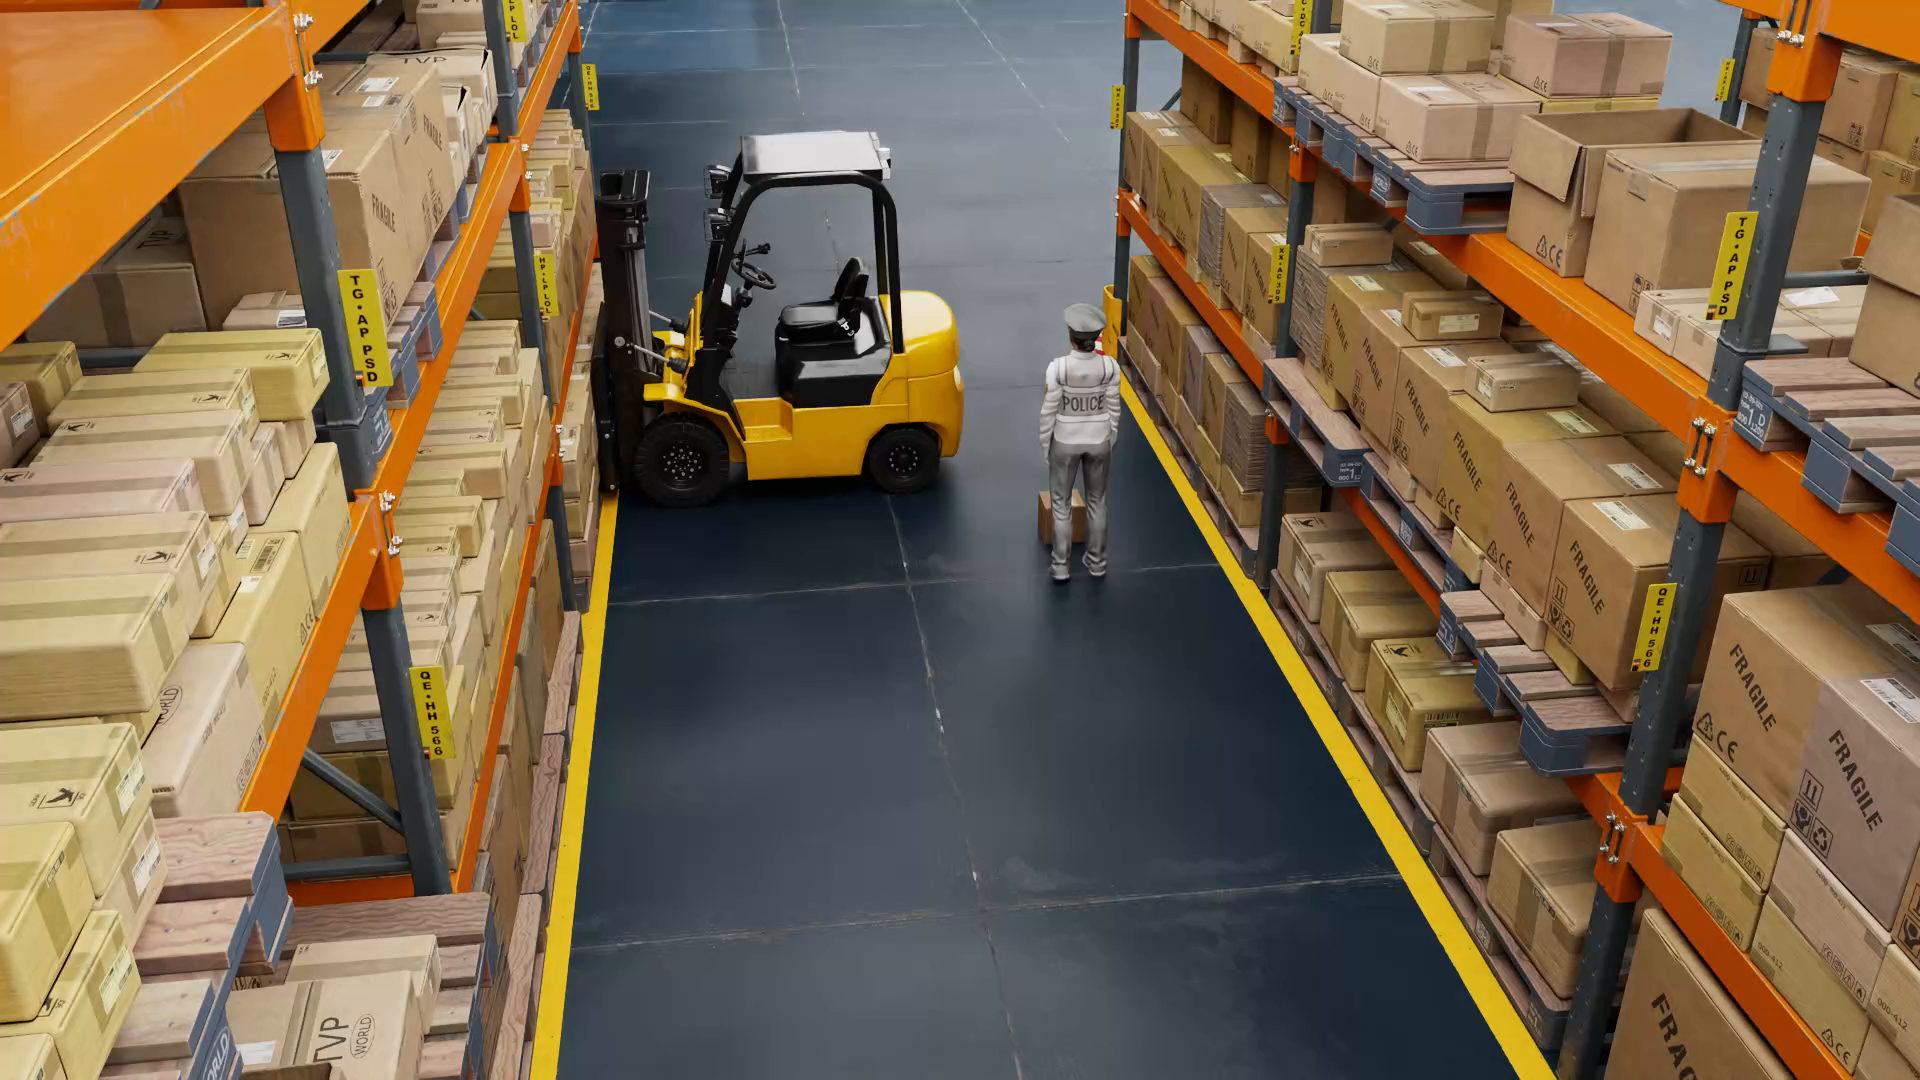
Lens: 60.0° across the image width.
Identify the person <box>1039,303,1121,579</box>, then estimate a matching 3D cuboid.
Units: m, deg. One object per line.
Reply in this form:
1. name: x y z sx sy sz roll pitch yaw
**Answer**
1. person: 0.689 -0.543 9.701 0.466 1.723 0.343 -3 27 -6
